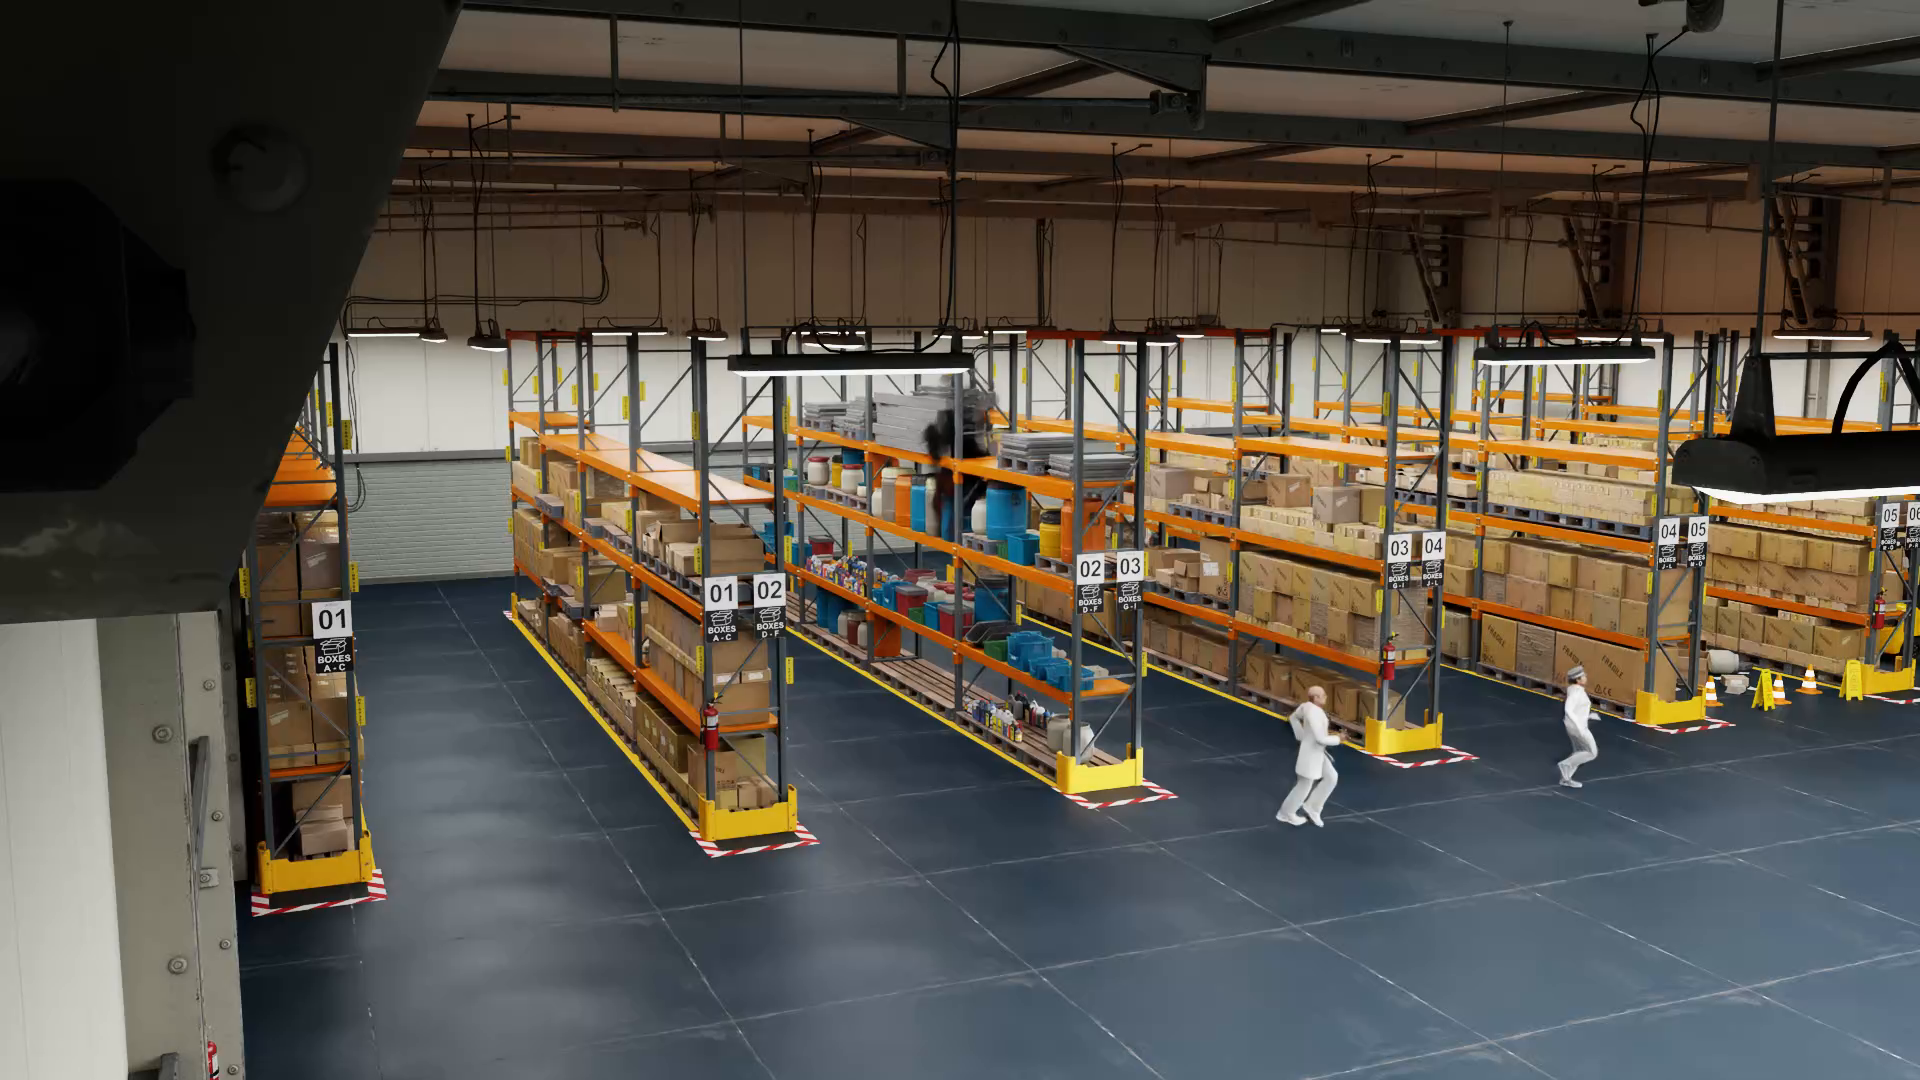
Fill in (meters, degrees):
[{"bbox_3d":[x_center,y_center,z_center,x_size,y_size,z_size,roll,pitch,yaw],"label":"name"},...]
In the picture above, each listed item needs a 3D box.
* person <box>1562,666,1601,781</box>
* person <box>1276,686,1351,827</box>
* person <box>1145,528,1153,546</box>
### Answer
[{"bbox_3d":[8.306,2.468,22.241,0.514,1.585,0.617,2,8,12],"label":"person"},{"bbox_3d":[4.361,2.682,20.500,0.878,1.807,0.668,2,8,12],"label":"person"},{"bbox_3d":[4.143,0.322,37.942,0.741,1.715,0.647,-3,8,-18],"label":"person"}]
